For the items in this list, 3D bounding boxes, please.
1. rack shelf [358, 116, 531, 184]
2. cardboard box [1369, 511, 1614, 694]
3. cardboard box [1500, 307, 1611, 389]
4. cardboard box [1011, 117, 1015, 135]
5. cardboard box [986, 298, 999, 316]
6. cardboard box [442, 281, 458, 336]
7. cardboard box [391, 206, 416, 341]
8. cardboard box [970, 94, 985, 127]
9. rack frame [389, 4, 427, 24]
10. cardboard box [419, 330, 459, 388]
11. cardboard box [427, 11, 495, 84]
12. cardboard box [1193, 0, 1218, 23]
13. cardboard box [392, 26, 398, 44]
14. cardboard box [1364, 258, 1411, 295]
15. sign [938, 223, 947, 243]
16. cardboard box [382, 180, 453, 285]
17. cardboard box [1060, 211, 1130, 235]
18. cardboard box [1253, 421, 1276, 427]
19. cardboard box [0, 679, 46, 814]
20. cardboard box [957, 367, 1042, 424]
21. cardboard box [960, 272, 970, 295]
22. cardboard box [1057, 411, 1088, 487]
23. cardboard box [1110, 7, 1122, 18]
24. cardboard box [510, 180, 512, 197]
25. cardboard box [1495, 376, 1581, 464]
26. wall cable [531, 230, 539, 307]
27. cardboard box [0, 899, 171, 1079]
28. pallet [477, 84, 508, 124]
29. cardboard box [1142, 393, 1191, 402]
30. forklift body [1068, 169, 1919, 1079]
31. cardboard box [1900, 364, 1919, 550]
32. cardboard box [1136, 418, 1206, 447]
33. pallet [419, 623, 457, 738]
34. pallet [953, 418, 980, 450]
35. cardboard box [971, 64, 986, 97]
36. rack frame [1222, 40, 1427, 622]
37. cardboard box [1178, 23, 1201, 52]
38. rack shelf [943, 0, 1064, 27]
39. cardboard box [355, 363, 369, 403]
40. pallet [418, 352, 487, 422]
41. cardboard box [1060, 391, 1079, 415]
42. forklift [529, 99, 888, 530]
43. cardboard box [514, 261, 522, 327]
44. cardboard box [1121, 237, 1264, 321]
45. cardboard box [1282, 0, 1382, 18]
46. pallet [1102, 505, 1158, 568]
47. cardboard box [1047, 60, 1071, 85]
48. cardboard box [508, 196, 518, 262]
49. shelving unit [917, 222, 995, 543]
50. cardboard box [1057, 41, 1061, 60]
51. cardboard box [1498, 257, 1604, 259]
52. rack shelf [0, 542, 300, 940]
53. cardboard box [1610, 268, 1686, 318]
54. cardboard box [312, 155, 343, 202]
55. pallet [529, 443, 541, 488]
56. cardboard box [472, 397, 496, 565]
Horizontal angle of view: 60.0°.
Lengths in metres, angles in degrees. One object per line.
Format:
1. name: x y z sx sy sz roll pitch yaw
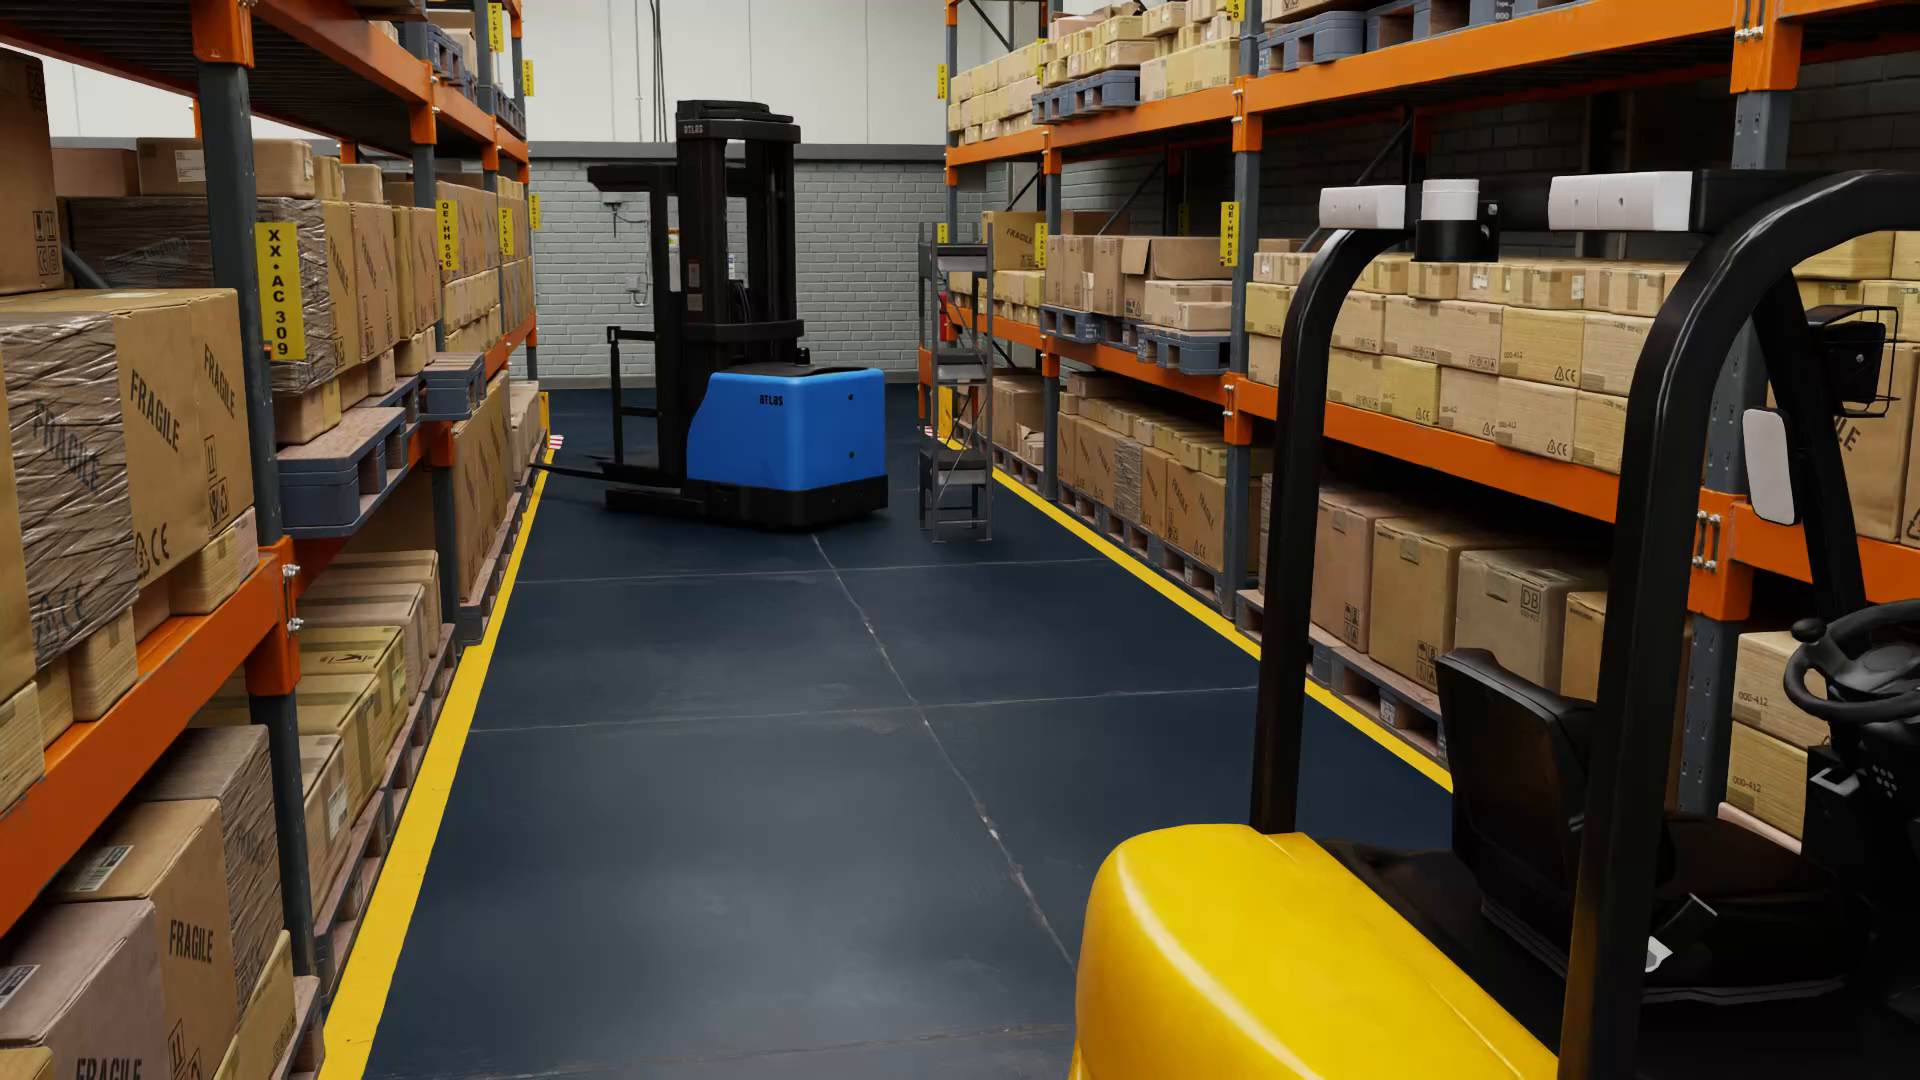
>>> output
1. rack shelf: -4.114 -3.105 13.390 1.077 0.370 4.000 -2 11 -11
2. cardboard box: 2.295 0.252 7.076 0.875 0.625 0.625 -3 11 -13
3. cardboard box: 2.246 -0.679 5.805 0.500 0.250 0.500 -2 11 -12
4. cardboard box: 0.629 -3.395 13.659 0.380 0.149 0.250 -2 11 -9
5. cardboard box: 0.433 -2.054 14.636 0.380 0.149 0.250 -2 11 -10
6. cardboard box: -2.803 -1.158 8.324 0.500 0.250 0.500 -2 11 -11
7. cardboard box: -2.375 -1.026 6.378 0.500 0.500 0.500 -3 11 -15
8. cardboard box: 0.390 -3.801 14.727 0.500 0.250 0.500 -2 11 -13
9. rack frame: -2.947 -3.832 7.261 1.000 3.000 0.127 -2 11 -11
10. cardboard box: -2.795 -0.910 8.355 0.500 0.250 0.500 -2 11 -12
11. cardboard box: -3.633 -3.512 11.945 0.500 0.500 0.500 -2 11 -10
12. cardboard box: 1.516 -2.959 9.237 0.380 0.149 0.250 -2 11 -13
13. cardboard box: -2.679 -2.185 7.301 0.380 0.149 0.250 -2 11 -11
14. cardboard box: 1.956 -1.128 7.099 0.380 0.149 0.250 -2 11 -10
15. sign: -0.167 -2.939 16.298 0.100 0.325 0.005 -2 11 -11
16. cardboard box: -2.803 -1.524 8.241 0.500 0.500 0.500 -2 11 -13
17. cardboard box: 1.115 -2.523 14.030 0.500 0.500 0.500 -2 11 -13
18. cardboard box: 1.913 -0.662 10.477 0.380 0.149 0.250 -2 11 -12
19. cardboard box: -1.500 0.300 2.268 0.380 0.149 0.250 -2 11 -11
20. cardboard box: 0.392 -1.397 16.069 0.797 0.503 0.637 -3 11 -13
21. cardboard box: 0.288 -2.420 15.494 0.500 0.250 0.500 -2 11 -10
22. cardboard box: 1.017 -0.681 12.313 0.500 0.500 0.500 -2 11 -9
23. cardboard box: 1.270 -3.701 11.974 0.396 0.266 0.258 -2 11 -12
24. cardboard box: -3.934 -2.920 13.840 0.380 0.149 0.250 -2 11 -10
25. cardboard box: 2.242 -0.433 5.852 0.500 0.250 0.500 -2 11 -11
26. wall cable: -5.622 -3.900 20.862 0.585 1.953 0.123 -2 11 -11
27. cardboard box: -1.589 0.911 2.615 0.500 0.500 0.500 -2 11 -8
28. pallet: -3.873 -3.199 12.194 1.003 0.211 1.213 -2 11 -11
29. cardboard box: 1.554 -0.991 12.210 0.380 0.149 0.250 -2 11 -11
30. forklift body: 1.319 0.537 2.623 2.313 2.155 1.214 -2 11 -11
31. cardboard box: 2.647 -0.195 3.934 0.500 0.500 0.500 -2 11 -10
32. cardboard box: 1.347 -0.688 10.618 0.380 0.149 0.250 -3 11 -14
33. pallet: -2.796 0.629 7.329 1.003 0.211 1.213 -2 11 -11
34. pallet: 0.536 -1.003 15.902 1.003 0.211 1.213 -2 11 -11
35. cardboard box: 0.397 -4.048 14.691 0.500 0.250 0.500 -2 11 -12
36. rack frame: 1.922 -1.066 8.774 1.000 3.000 0.127 -2 11 -11
37. cardboard box: 1.468 -2.859 9.508 0.380 0.149 0.250 -2 11 -11
38. rack shelf: 0.755 -4.758 14.062 1.077 0.370 4.000 -2 11 -11
39. cardboard box: -2.191 -0.536 5.540 0.380 0.149 0.250 -2 11 -11
40. pallet: -2.703 -0.664 7.173 1.213 0.211 1.003 -2 11 -11
41. cardboard box: 0.952 -1.021 12.365 0.380 0.149 0.250 -2 11 -8
42. forklift: -2.011 -1.703 12.306 3.031 2.935 1.130 8 13 35
43. cardboard box: -3.743 -1.947 13.135 0.500 0.500 0.500 -2 11 -11
44. cardboard box: 1.423 -1.615 10.262 0.797 0.503 0.637 -2 11 -12
45. cardboard box: 1.823 -2.702 7.691 0.500 0.500 0.500 -2 11 -11
46. pallet: 1.580 -0.057 10.934 1.003 0.211 1.213 -2 11 -11
47. cardboard box: 0.828 -3.287 11.703 0.380 0.149 0.250 -2 11 -10
48. cardboard box: -3.760 -2.442 13.062 0.500 0.500 0.500 -2 11 -10
49. shelving unit: -0.032 -1.062 11.160 0.431 2.100 0.503 -2 11 -11
50. cardboard box: 0.893 -3.434 11.680 0.380 0.149 0.250 -2 11 -10
51. cardboard box: 2.556 -1.152 7.222 0.380 0.149 0.250 -2 11 -12
52. rack shelf: -1.780 0.569 2.107 1.077 0.370 4.000 -2 11 -11
53. cardboard box: 2.347 -0.801 5.381 0.380 0.149 0.250 -2 11 -12
54. cardboard box: -2.225 -1.166 5.378 0.380 0.149 0.250 -1 11 -8
55. pallet: -4.036 -0.615 13.863 1.003 0.211 1.213 -2 11 -11
56. cardboard box: -3.169 -0.341 9.523 0.875 0.875 0.875 -2 11 -10
